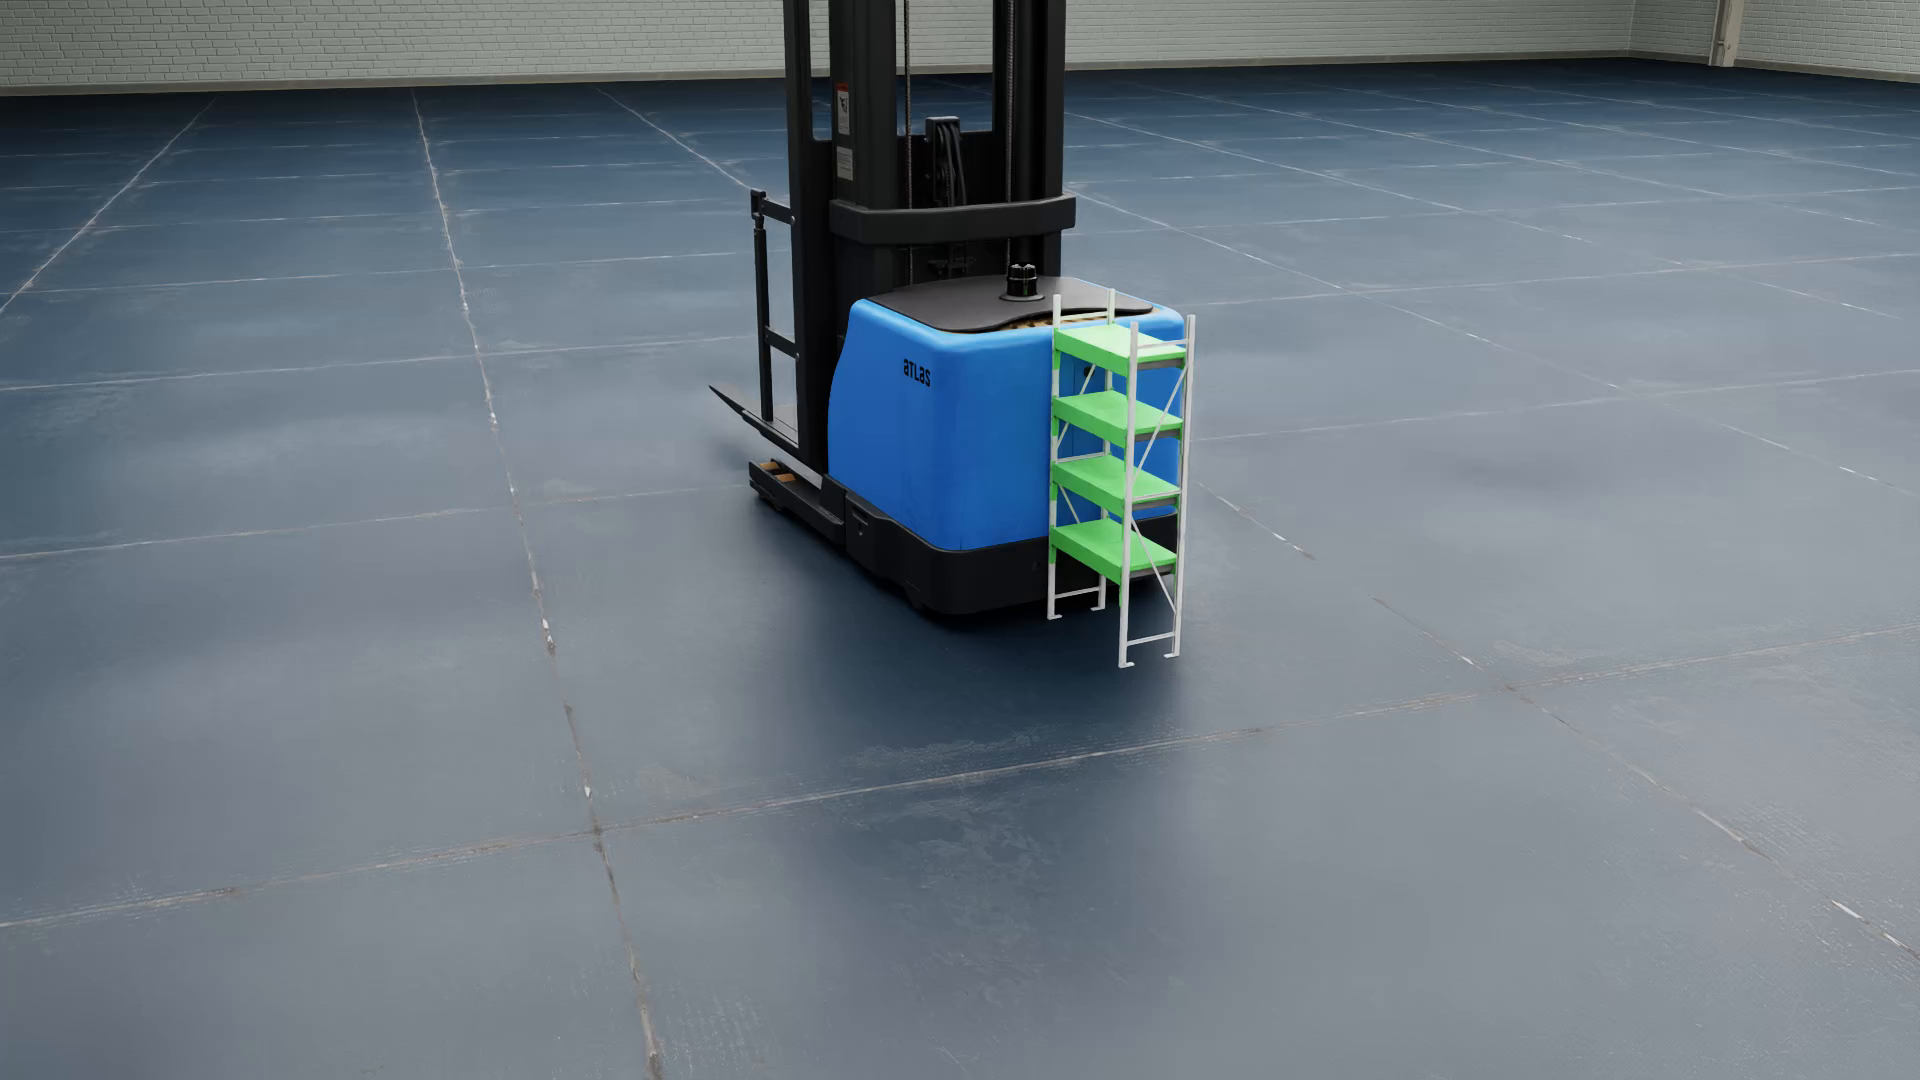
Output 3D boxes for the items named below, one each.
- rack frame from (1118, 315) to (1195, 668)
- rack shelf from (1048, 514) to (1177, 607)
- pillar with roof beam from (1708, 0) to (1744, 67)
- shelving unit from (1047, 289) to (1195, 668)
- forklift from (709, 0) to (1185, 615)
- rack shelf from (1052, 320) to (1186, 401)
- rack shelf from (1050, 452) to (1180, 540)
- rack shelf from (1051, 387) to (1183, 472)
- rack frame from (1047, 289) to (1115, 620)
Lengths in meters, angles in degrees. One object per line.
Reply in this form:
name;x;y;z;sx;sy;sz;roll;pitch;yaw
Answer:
rack frame;0.654;-0.146;5.548;0.240;1.200;0.015;-10;22;-26
rack shelf;0.542;0.067;5.855;0.258;0.148;0.480;-10;22;-26
pillar with roof beam;11.267;-13.340;30.743;9.100;9.000;0.400;-6;21;-17
shelving unit;0.542;-0.219;5.752;0.258;1.200;0.503;-10;22;-26
forklift;-0.286;-1.566;6.942;1.130;2.935;3.031;-10;22;-26
rack shelf;0.542;-0.611;5.611;0.258;0.148;0.480;-10;22;-26
rack shelf;0.542;-0.159;5.774;0.258;0.148;0.480;-10;22;-26
rack shelf;0.542;-0.385;5.692;0.258;0.148;0.480;-10;22;-26
rack frame;0.431;-0.293;5.956;0.240;1.200;0.015;-10;22;-26
